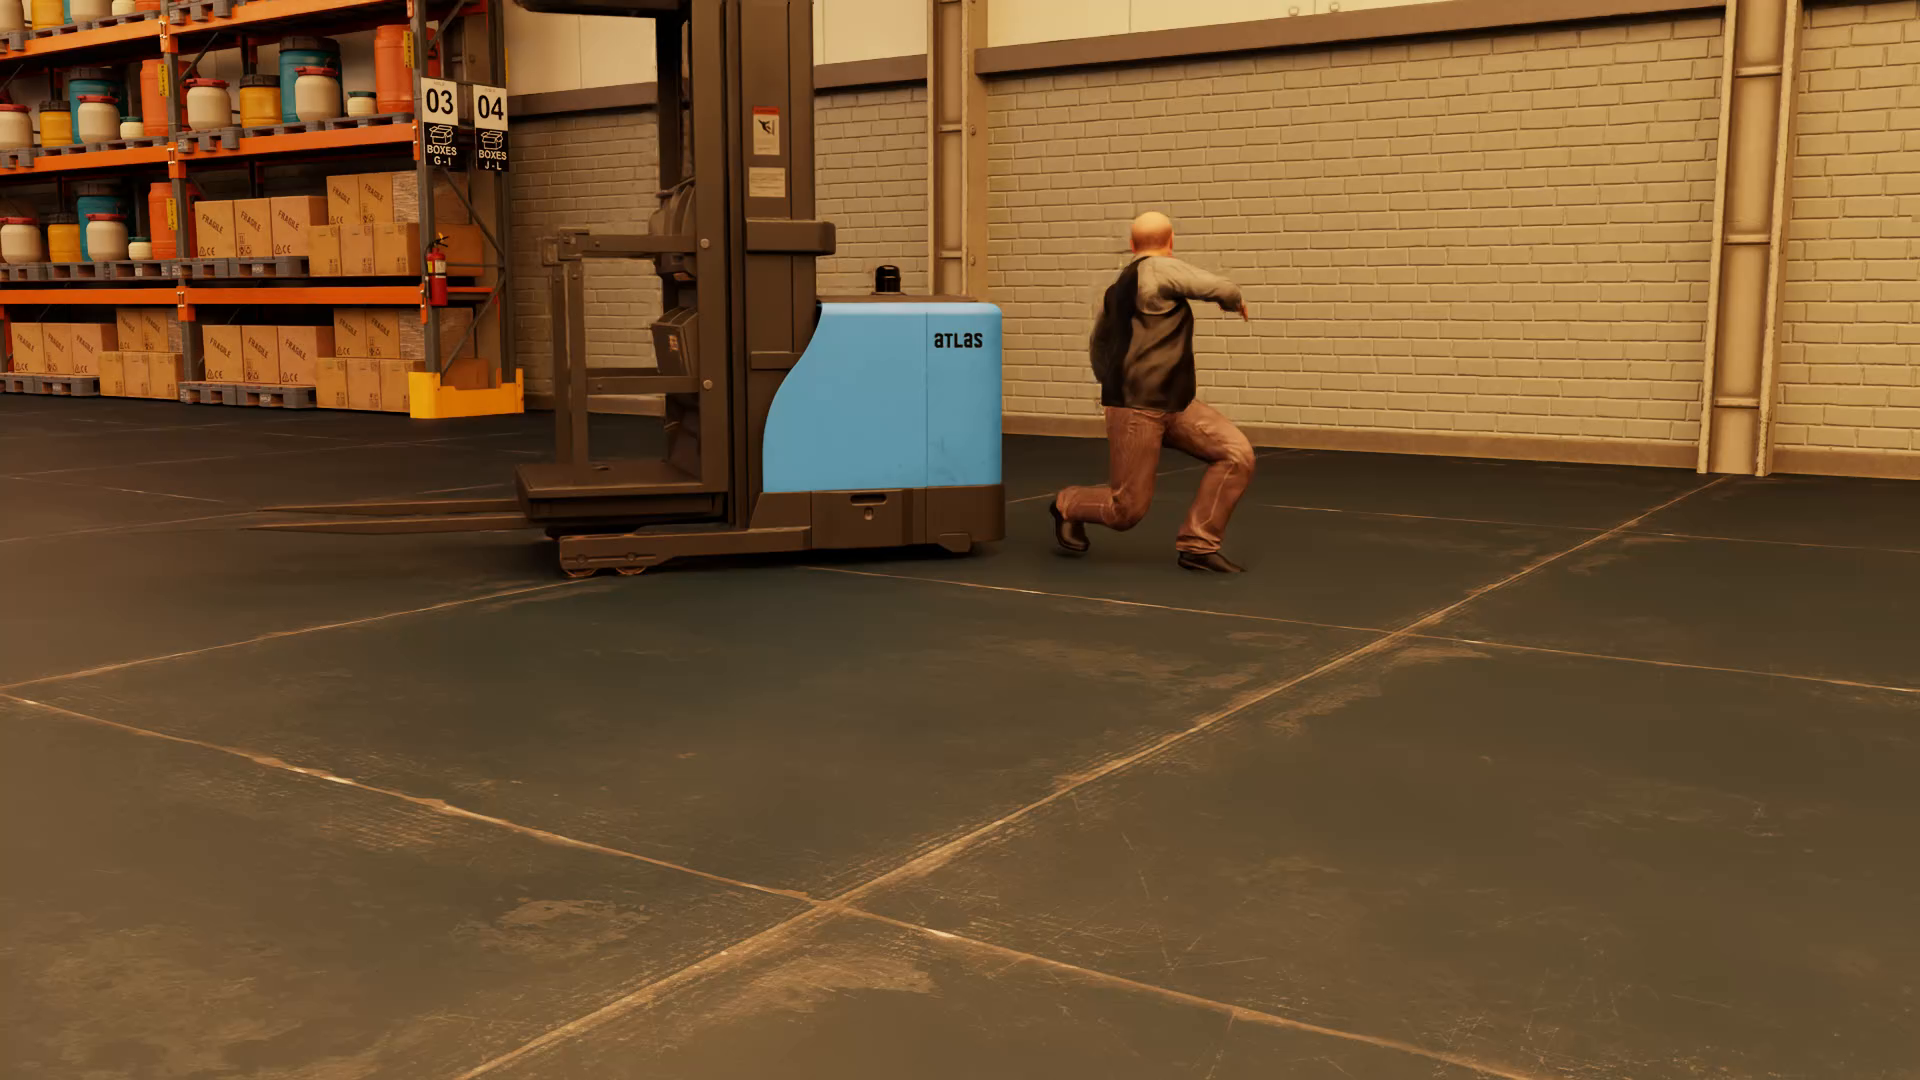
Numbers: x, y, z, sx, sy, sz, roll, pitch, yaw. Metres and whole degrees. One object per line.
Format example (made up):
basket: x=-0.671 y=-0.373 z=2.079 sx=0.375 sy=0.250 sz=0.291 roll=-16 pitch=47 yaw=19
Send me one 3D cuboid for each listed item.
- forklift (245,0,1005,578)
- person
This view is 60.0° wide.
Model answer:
forklift: x=-1.382 y=-1.385 z=6.932 sx=3.031 sy=2.935 sz=1.130 roll=-3 pitch=8 yaw=-17
person: x=0.815 y=-0.607 z=6.911 sx=0.956 sy=1.489 sz=0.730 roll=4 pitch=9 yaw=28
